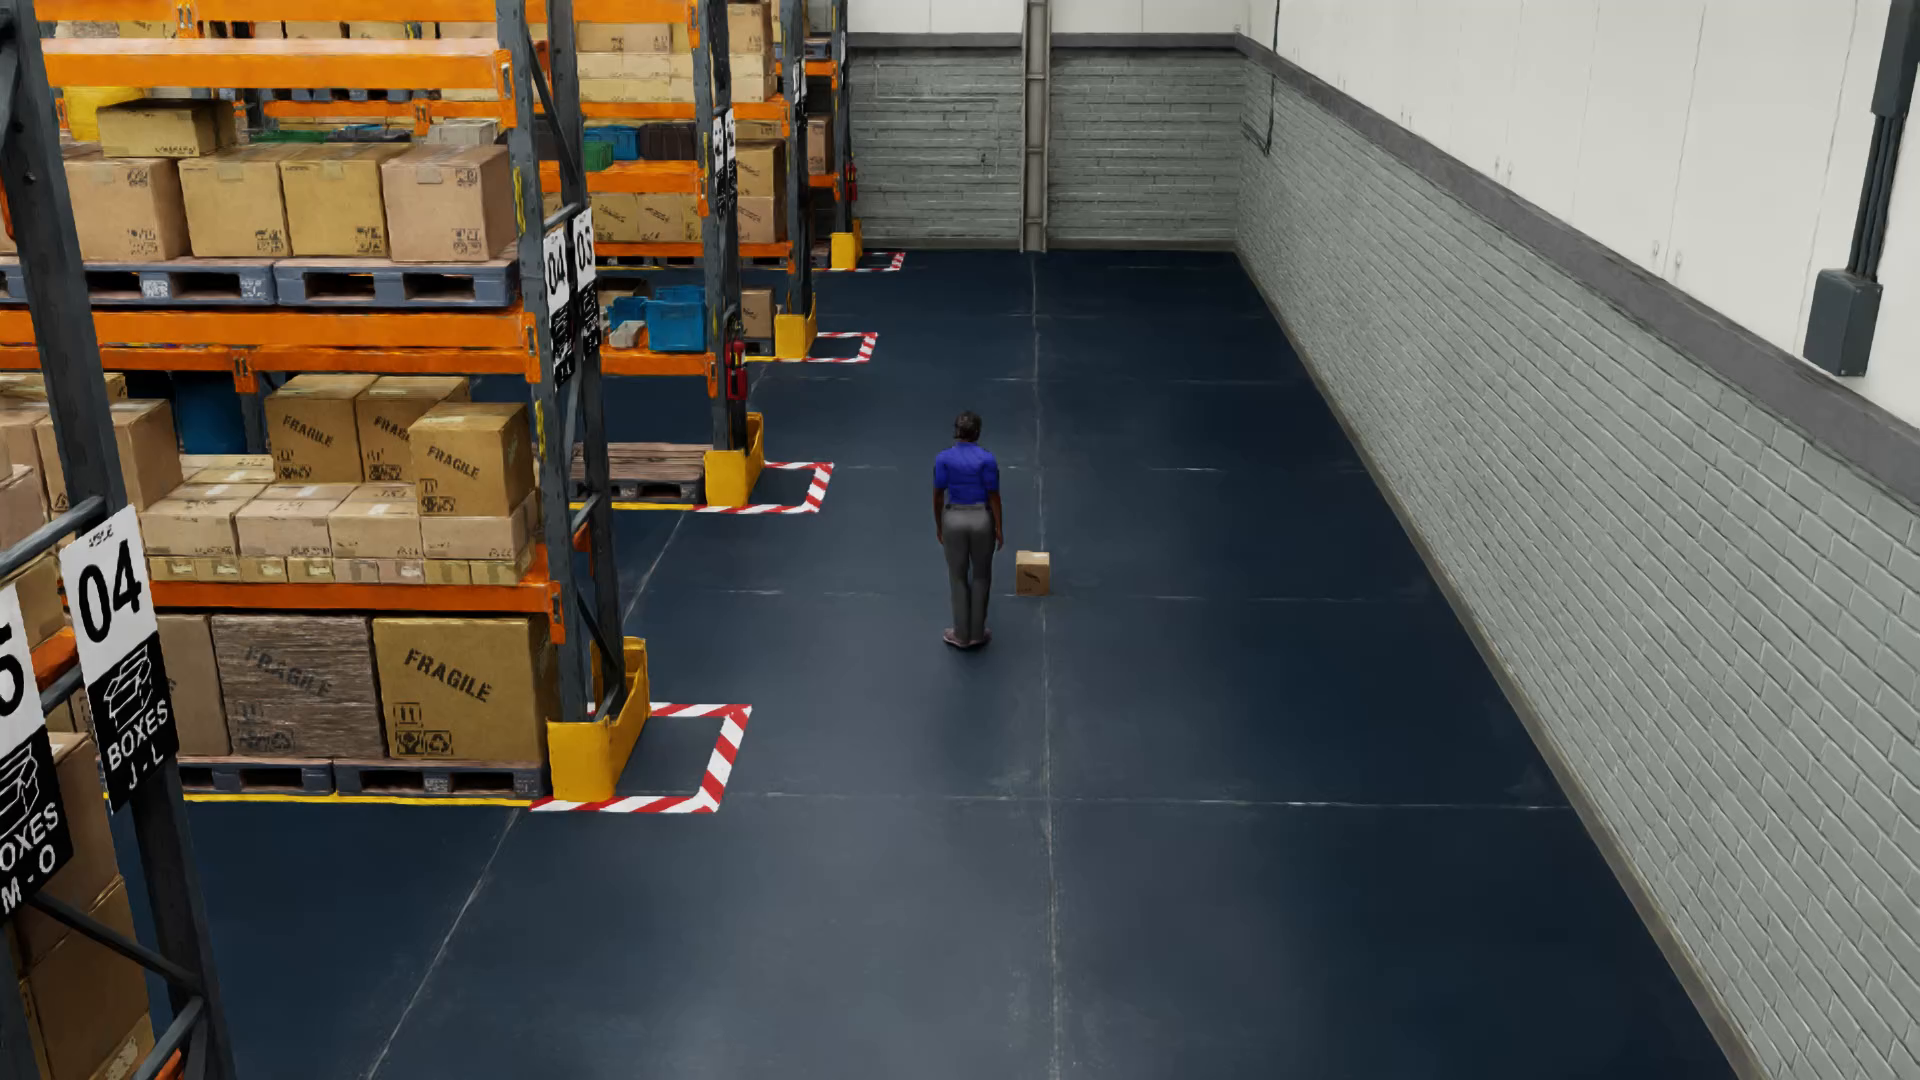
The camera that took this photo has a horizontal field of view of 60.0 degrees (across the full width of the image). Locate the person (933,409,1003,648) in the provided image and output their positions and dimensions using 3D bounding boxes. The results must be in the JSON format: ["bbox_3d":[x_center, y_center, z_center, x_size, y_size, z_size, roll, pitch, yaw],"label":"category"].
[{"bbox_3d":[0.053,-0.073,11.251,0.482,1.669,0.361,1,21,3],"label":"person"}]
